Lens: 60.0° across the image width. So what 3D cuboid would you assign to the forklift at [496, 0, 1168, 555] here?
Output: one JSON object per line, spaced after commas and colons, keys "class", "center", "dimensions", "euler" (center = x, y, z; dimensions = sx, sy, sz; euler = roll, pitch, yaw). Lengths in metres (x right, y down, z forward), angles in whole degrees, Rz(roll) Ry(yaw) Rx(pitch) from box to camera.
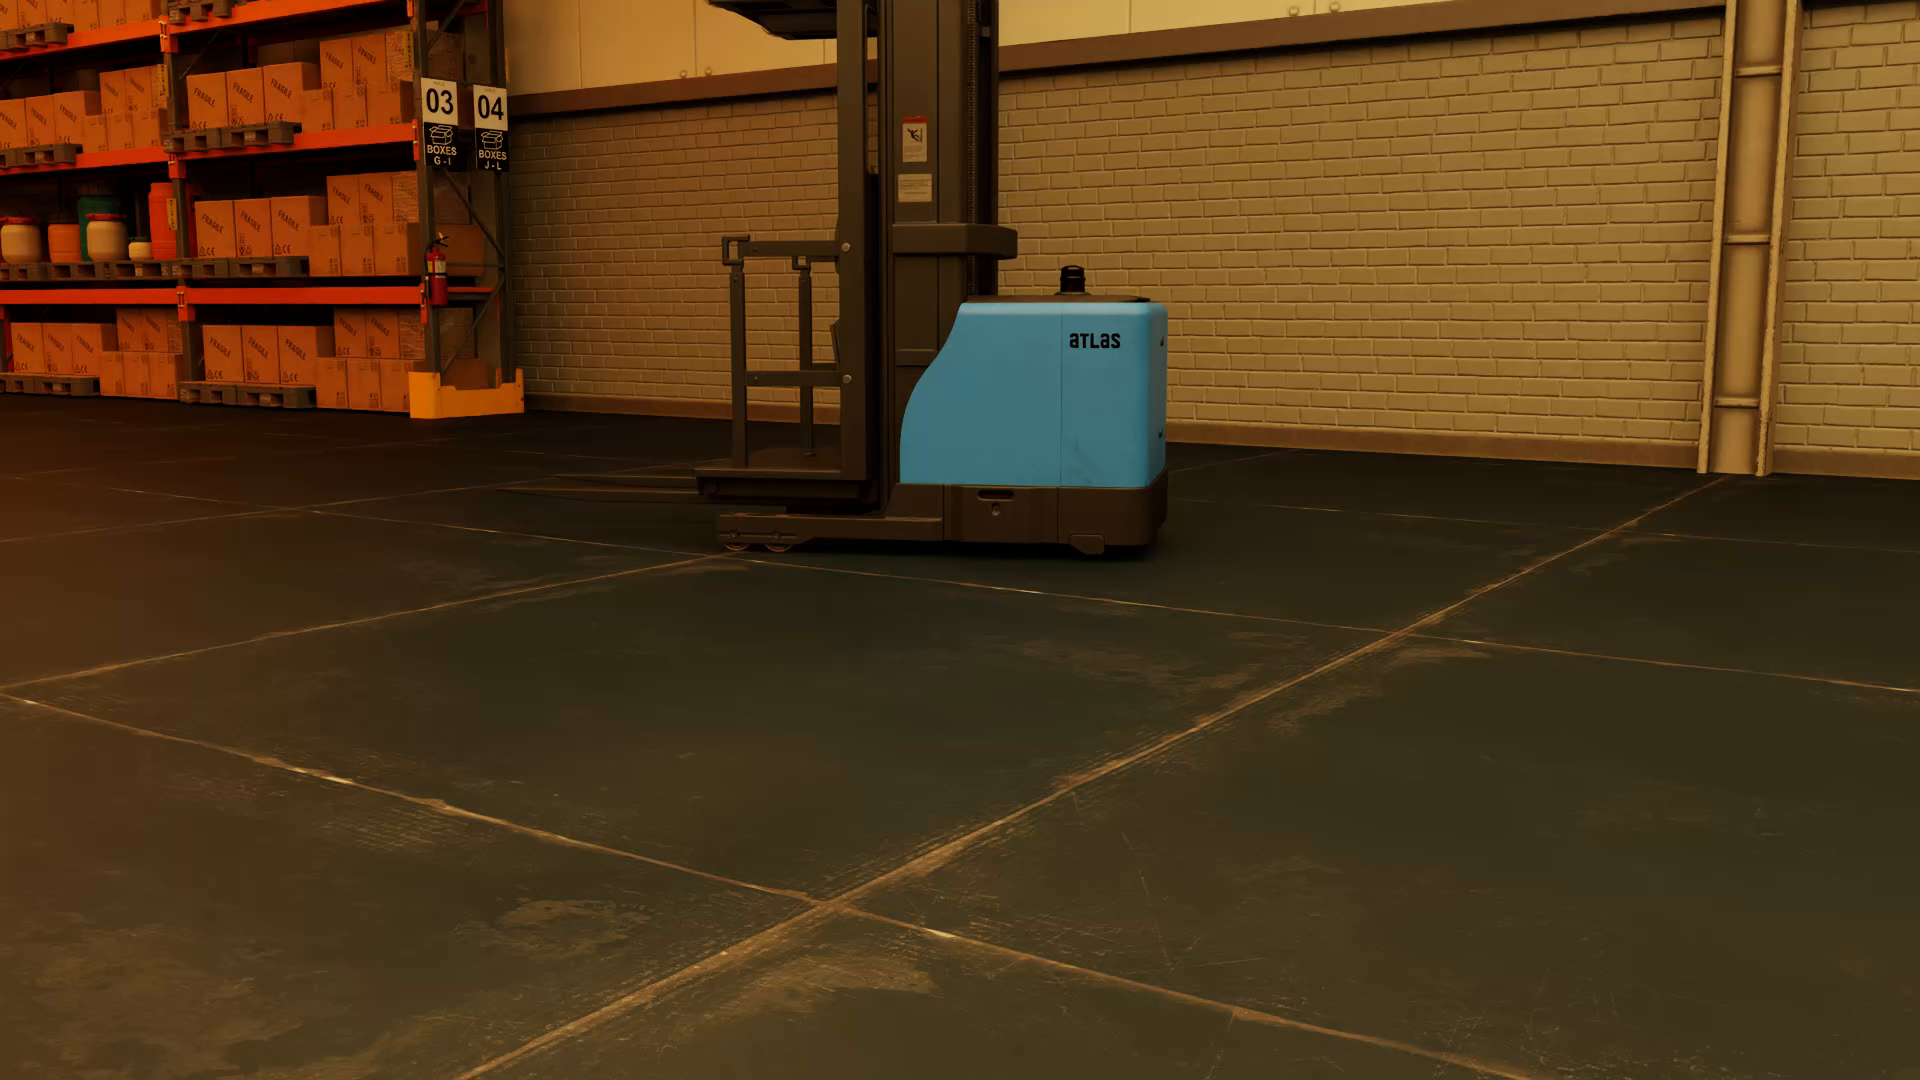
{"class": "forklift", "center": [-0.596, -1.469, 7.520], "dimensions": [3.031, 2.935, 1.130], "euler": [2, 8, 12]}
